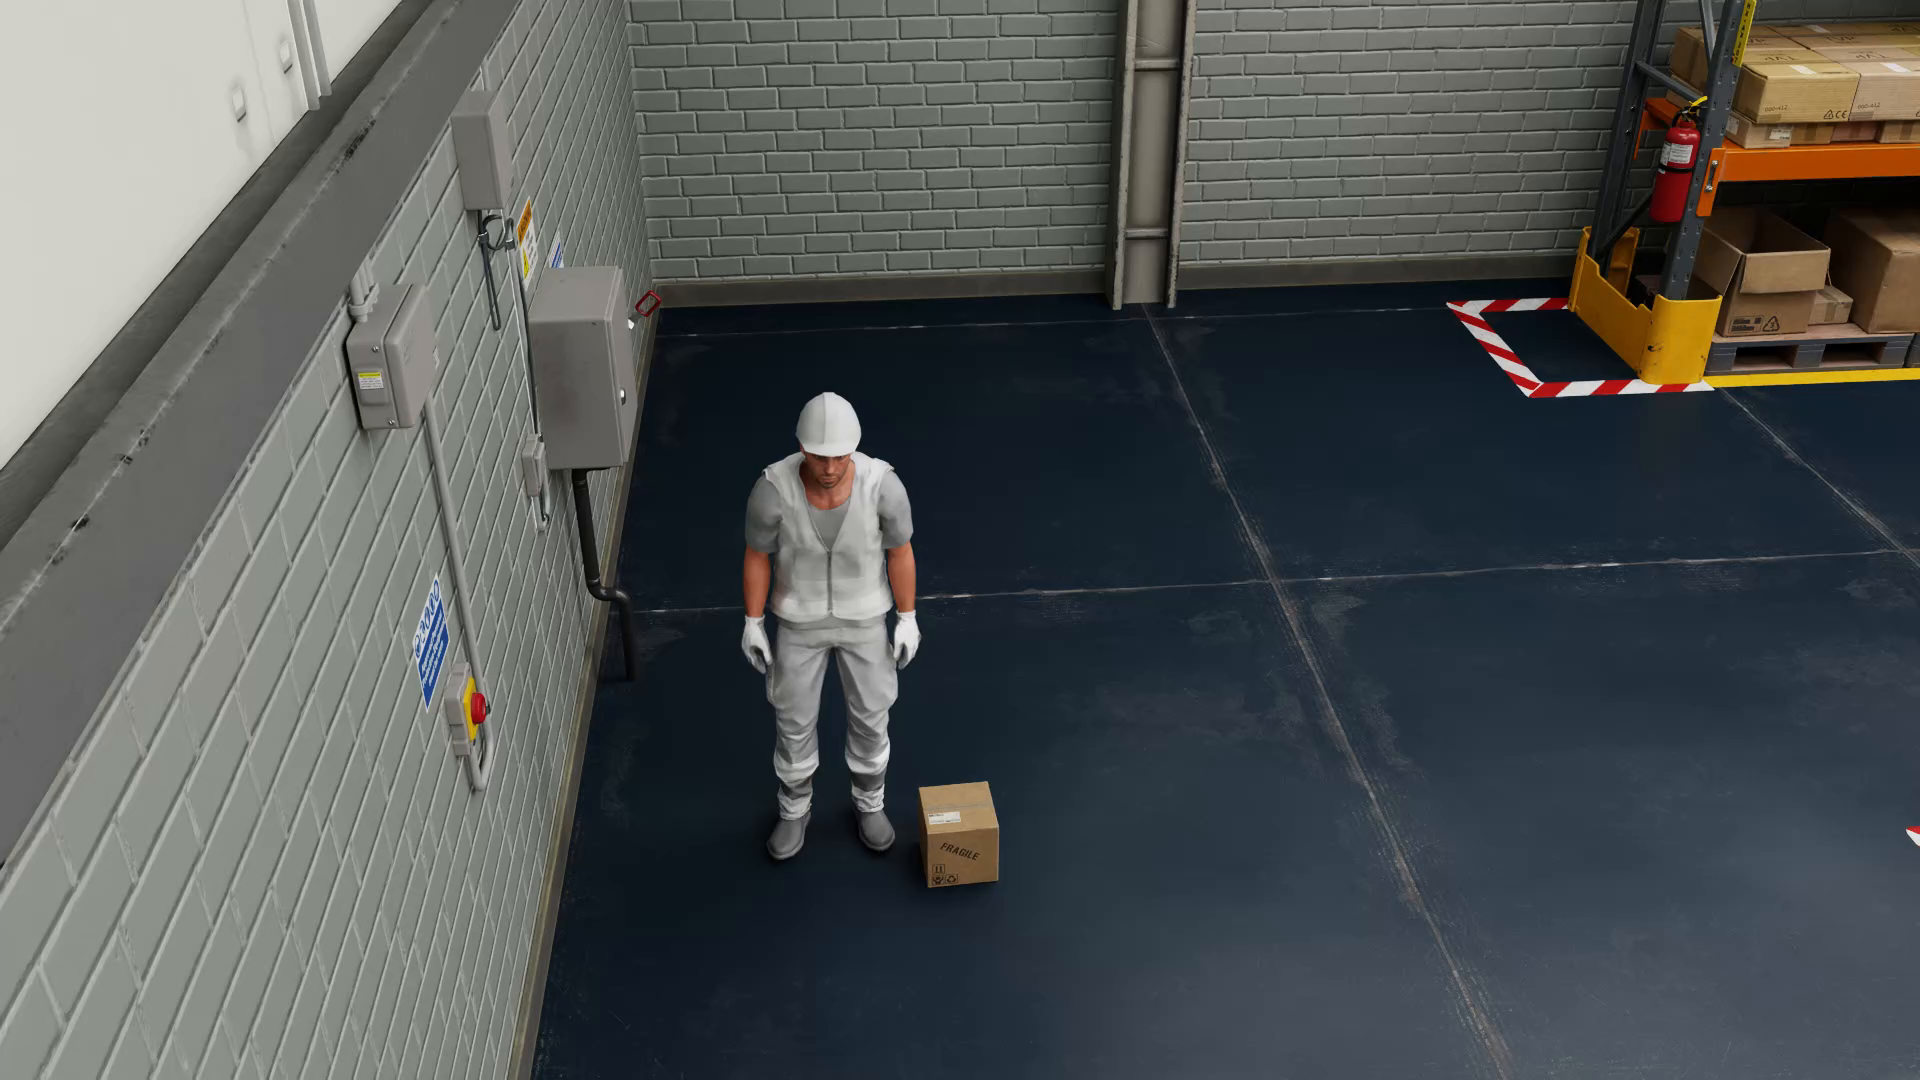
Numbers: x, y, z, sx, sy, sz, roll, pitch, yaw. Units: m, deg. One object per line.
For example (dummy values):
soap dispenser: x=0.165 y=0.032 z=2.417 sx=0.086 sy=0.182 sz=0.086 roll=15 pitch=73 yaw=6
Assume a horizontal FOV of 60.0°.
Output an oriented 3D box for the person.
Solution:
person: x=-0.438 y=0.293 z=5.626 sx=0.608 sy=1.779 sz=0.451 roll=-3 pitch=31 yaw=-4
